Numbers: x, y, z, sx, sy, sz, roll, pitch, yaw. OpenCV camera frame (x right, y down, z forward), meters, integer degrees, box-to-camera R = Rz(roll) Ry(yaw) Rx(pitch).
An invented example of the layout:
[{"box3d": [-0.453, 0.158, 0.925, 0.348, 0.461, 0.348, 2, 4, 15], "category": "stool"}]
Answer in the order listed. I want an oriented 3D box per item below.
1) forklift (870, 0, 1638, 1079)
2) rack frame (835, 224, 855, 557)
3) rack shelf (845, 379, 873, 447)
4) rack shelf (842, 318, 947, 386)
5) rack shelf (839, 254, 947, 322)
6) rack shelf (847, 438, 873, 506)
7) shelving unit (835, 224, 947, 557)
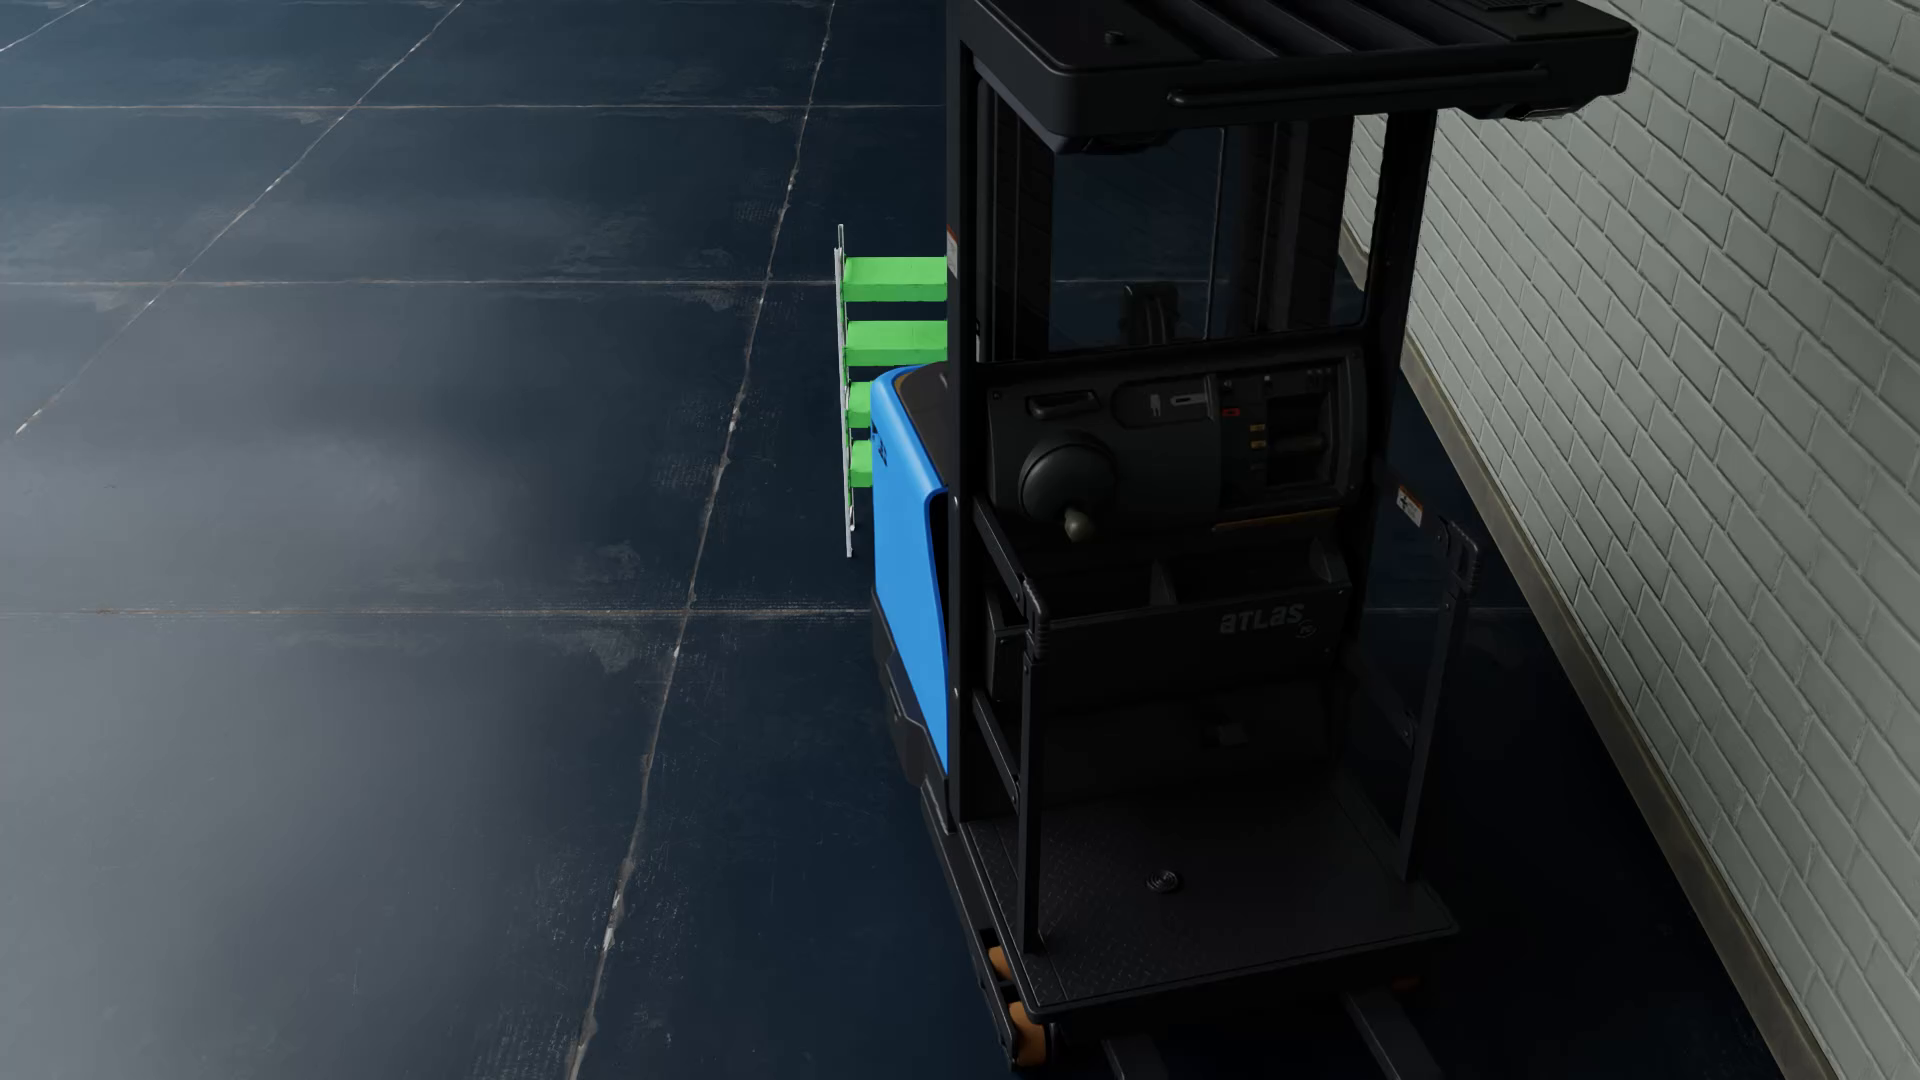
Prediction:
[{"box3d": [0.571, -0.175, 3.713, 1.130, 2.935, 3.031, -8, 32, -12], "category": "forklift"}, {"box3d": [-0.410, -0.512, 5.937, 0.015, 1.200, 0.240, 0, 31, 0], "category": "rack frame"}, {"box3d": [-0.166, -0.458, 5.971, 0.480, 0.148, 0.258, 0, 31, 0], "category": "rack shelf"}, {"box3d": [-0.166, -0.663, 5.847, 0.480, 0.148, 0.258, 0, 31, 0], "category": "rack shelf"}, {"box3d": [-0.166, -0.868, 5.722, 0.480, 0.148, 0.258, 0, 31, 0], "category": "rack shelf"}, {"box3d": [-0.166, -0.253, 6.096, 0.480, 0.148, 0.258, 0, 31, 0], "category": "rack shelf"}, {"box3d": [-0.166, -0.512, 5.938, 0.503, 1.200, 0.258, 0, 31, 0], "category": "shelving unit"}]
